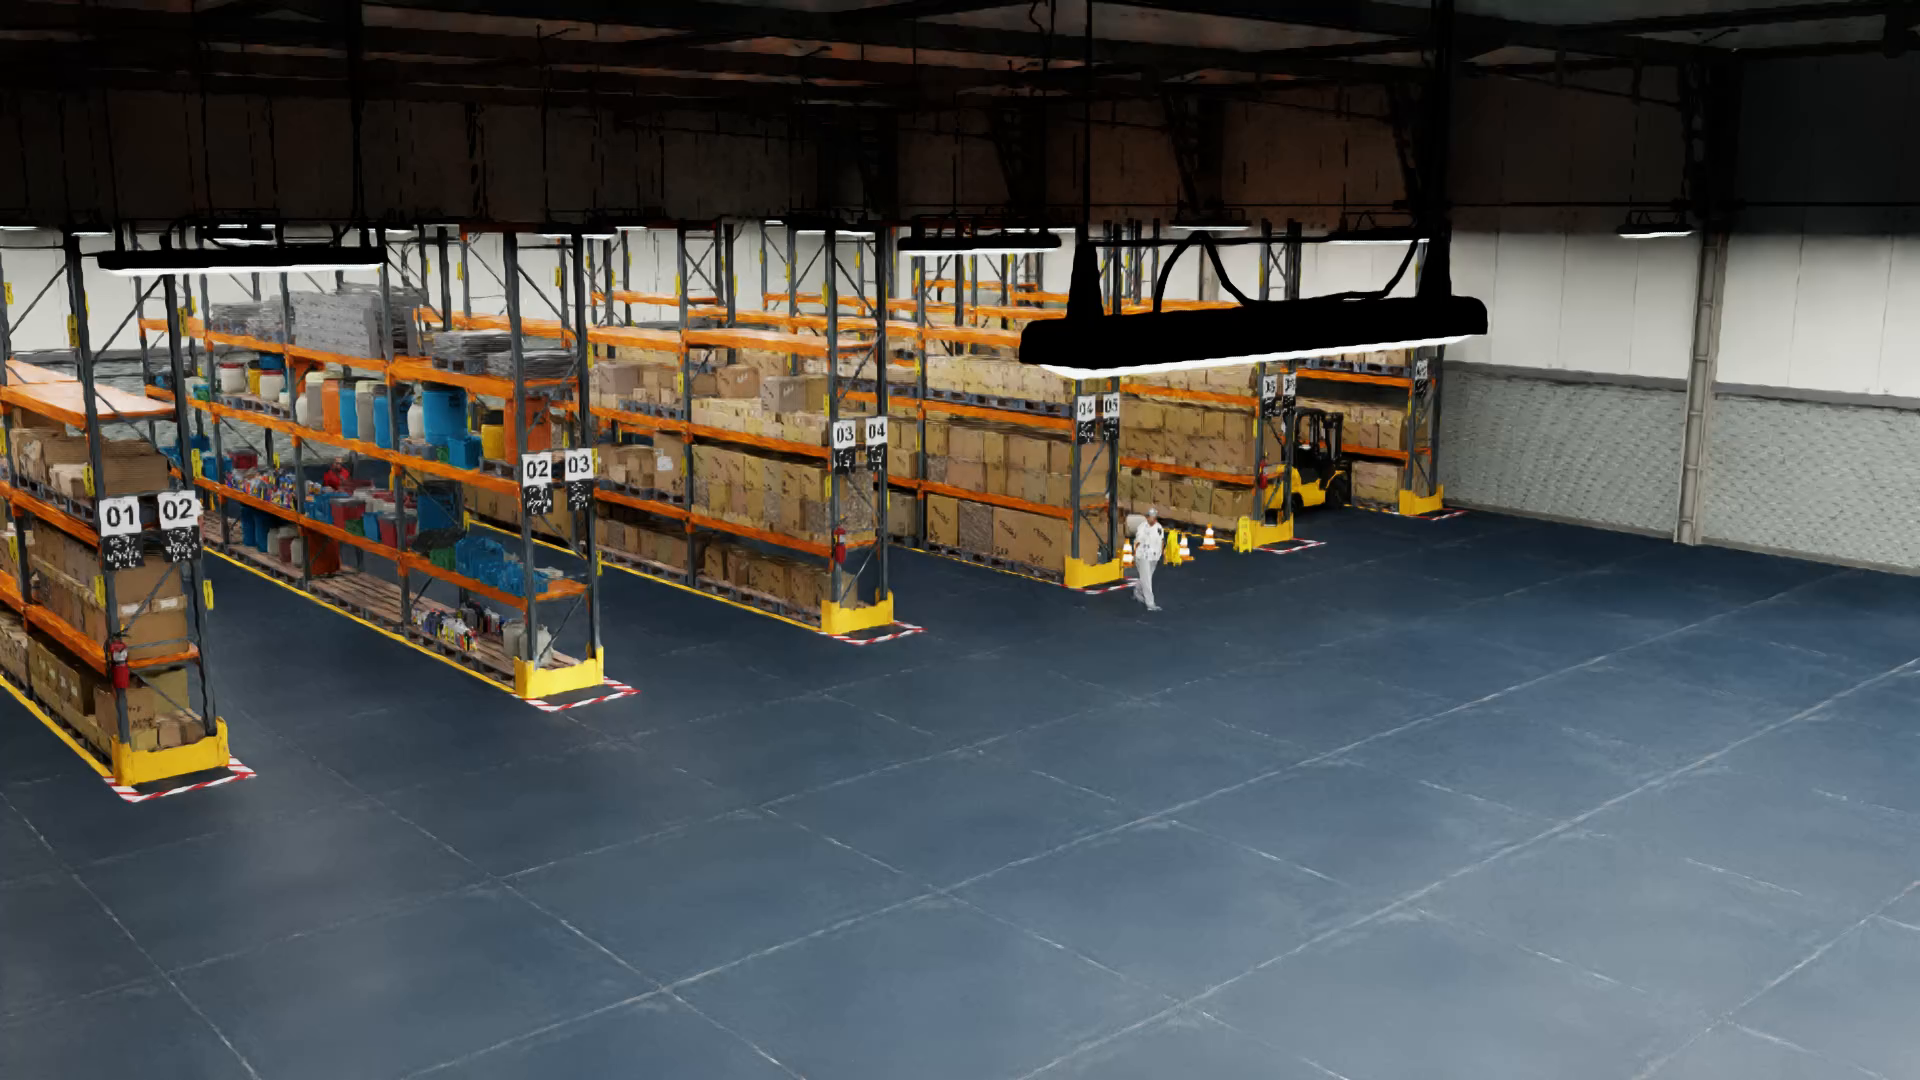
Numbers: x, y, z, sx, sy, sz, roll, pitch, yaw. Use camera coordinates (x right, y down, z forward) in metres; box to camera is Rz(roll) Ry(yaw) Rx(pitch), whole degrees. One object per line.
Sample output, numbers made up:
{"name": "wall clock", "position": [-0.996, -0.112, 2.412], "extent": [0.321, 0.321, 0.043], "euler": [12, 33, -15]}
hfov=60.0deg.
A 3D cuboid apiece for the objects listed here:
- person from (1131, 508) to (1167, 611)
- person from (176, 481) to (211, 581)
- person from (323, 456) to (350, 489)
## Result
{"name": "person", "position": [3.014, 0.272, 26.418], "extent": [0.475, 1.597, 1.003], "euler": [-7, 13, -32]}
{"name": "person", "position": [-12.986, -0.148, 28.105], "extent": [0.593, 1.759, 0.476], "euler": [4, 12, 17]}
{"name": "person", "position": [-11.749, -0.780, 31.454], "extent": [0.547, 1.641, 1.115], "euler": [-10, 15, -42]}
